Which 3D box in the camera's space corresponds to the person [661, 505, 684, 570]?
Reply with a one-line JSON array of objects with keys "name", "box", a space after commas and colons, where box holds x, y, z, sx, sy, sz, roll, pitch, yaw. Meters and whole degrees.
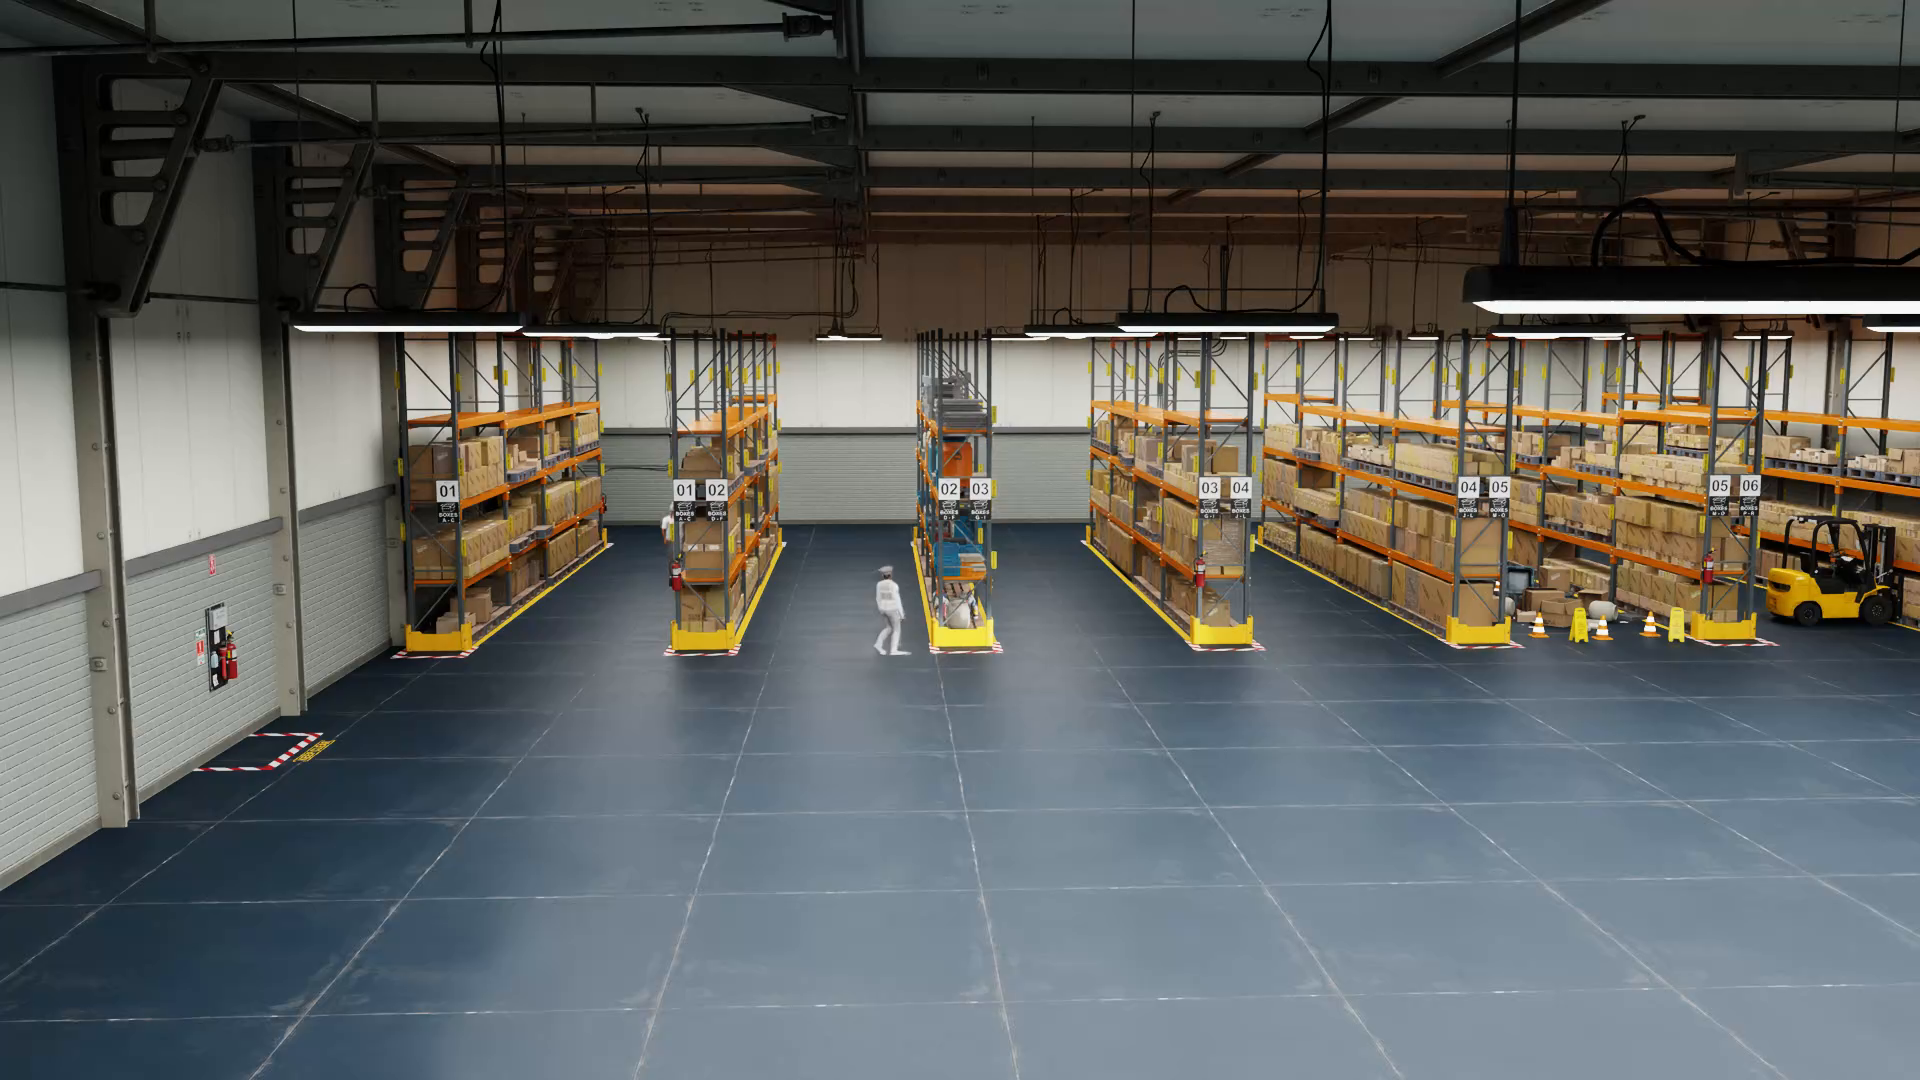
[{"name": "person", "box": [-7.167, -0.009, 41.444, 0.507, 1.730, 1.022, 0, 7, 1]}]

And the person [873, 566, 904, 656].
[{"name": "person", "box": [-1.278, 1.307, 30.612, 0.461, 1.655, 0.519, -6, 9, -41]}]

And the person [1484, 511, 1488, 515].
[{"name": "person", "box": [12.669, 0.123, 40.380, 0.436, 1.666, 0.501, 3, 7, 24]}]
